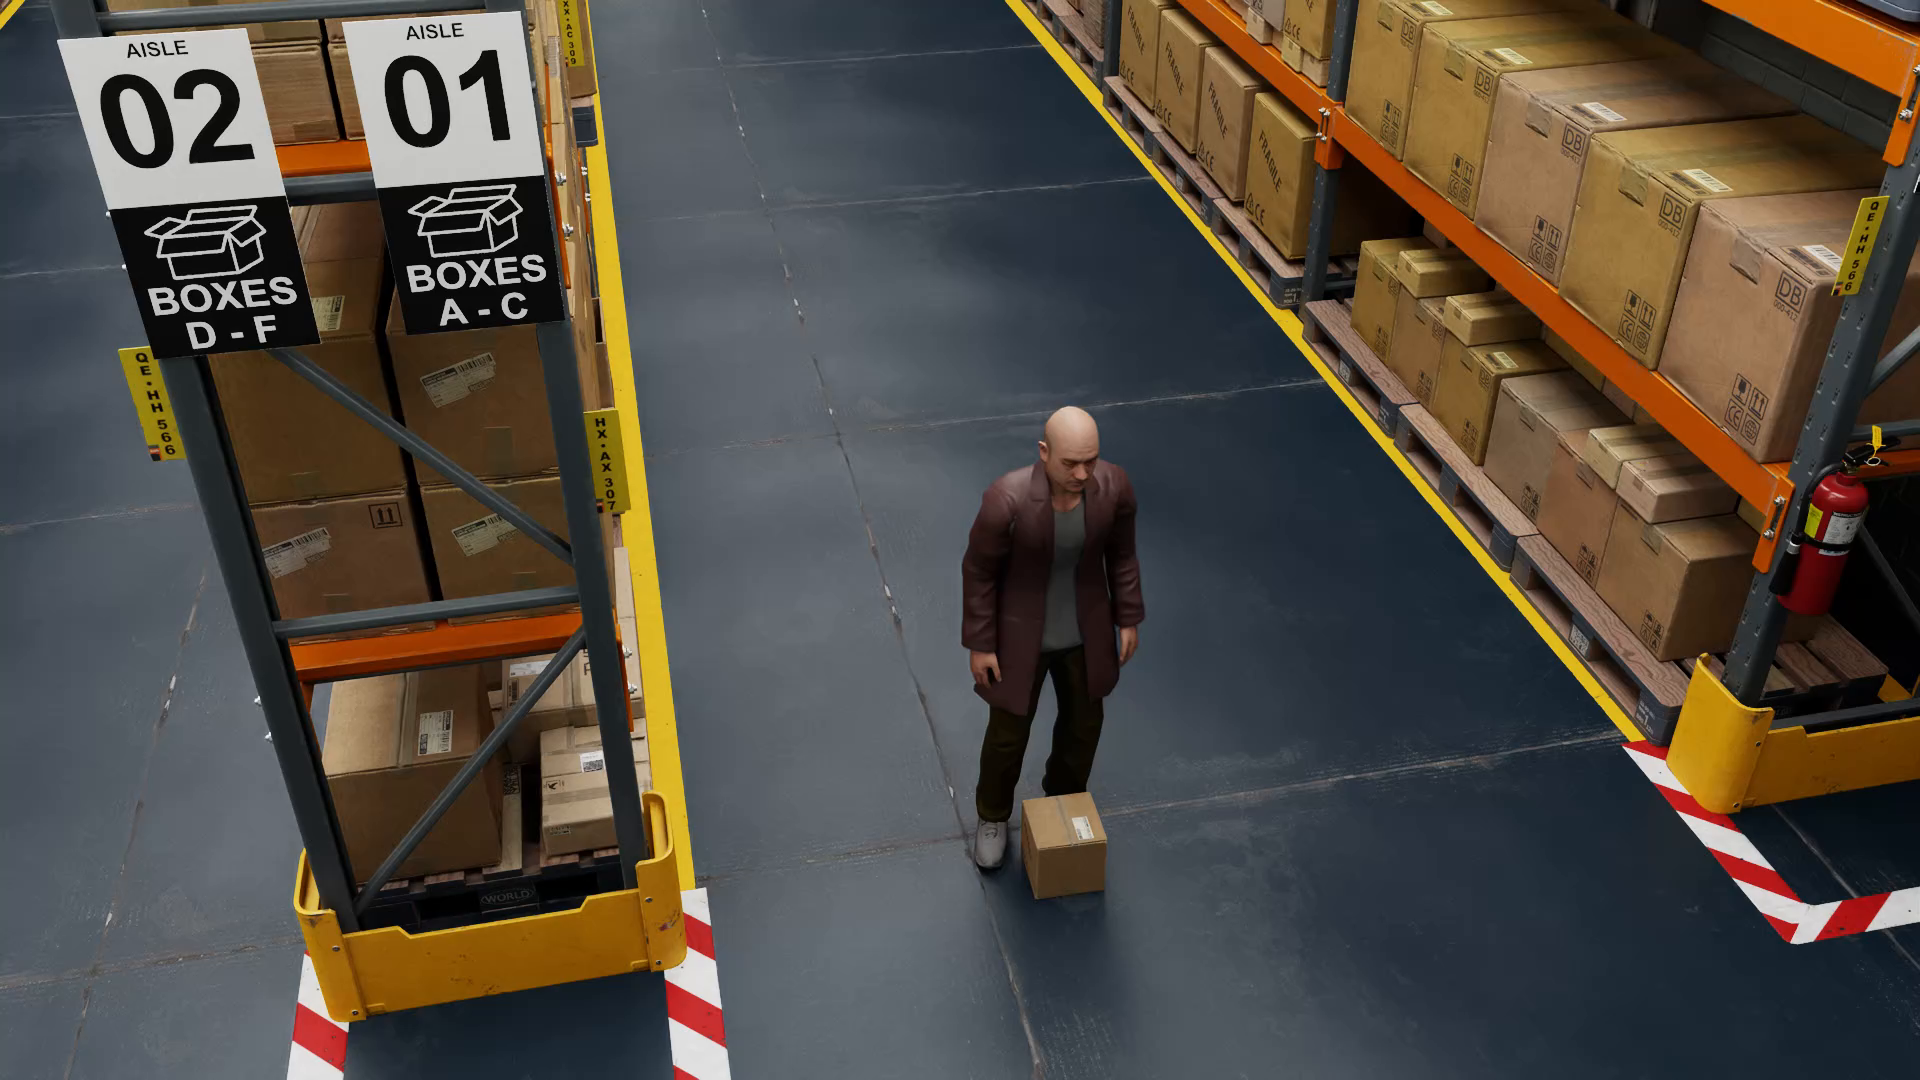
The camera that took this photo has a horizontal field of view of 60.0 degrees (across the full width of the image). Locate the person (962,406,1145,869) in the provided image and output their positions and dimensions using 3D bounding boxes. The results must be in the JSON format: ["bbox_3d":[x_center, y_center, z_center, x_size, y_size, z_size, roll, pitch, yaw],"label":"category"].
[{"bbox_3d":[0.318,0.318,5.682,0.654,1.774,0.420,-9,35,-13],"label":"person"}]
